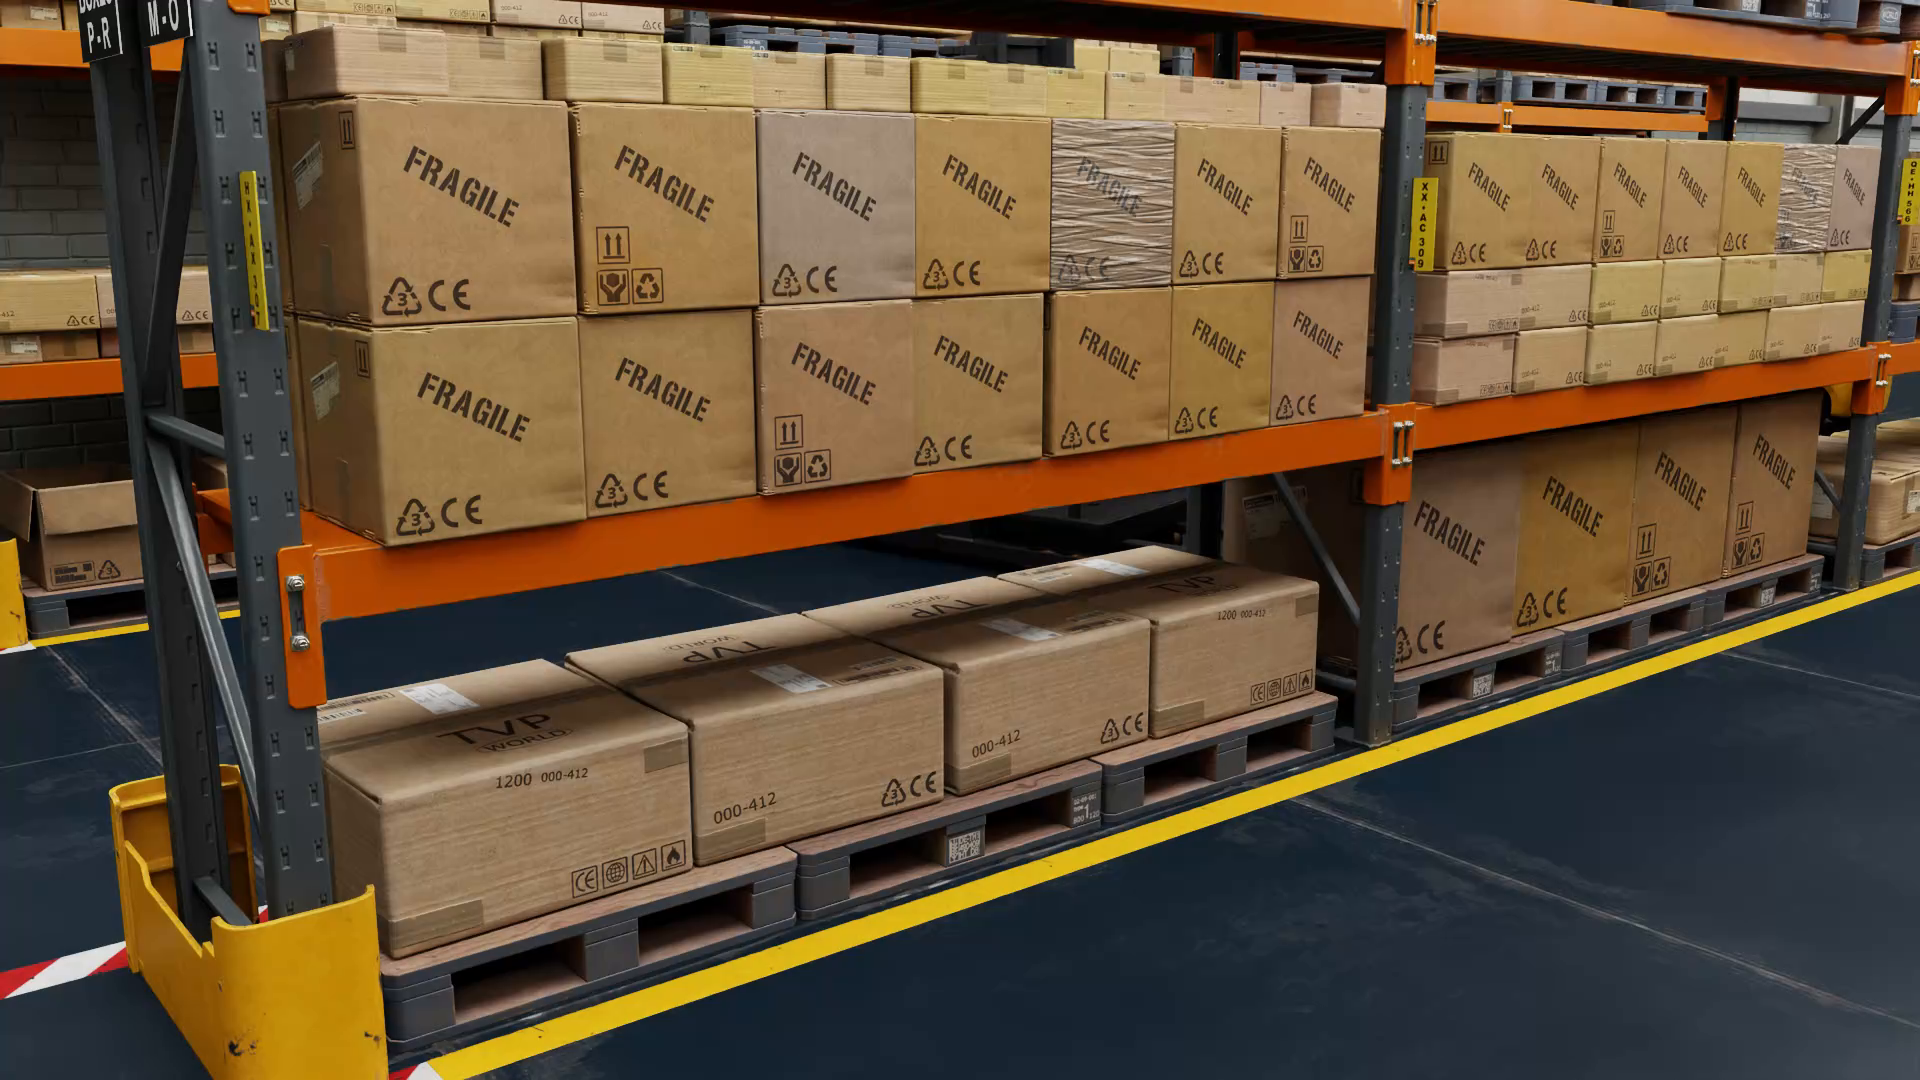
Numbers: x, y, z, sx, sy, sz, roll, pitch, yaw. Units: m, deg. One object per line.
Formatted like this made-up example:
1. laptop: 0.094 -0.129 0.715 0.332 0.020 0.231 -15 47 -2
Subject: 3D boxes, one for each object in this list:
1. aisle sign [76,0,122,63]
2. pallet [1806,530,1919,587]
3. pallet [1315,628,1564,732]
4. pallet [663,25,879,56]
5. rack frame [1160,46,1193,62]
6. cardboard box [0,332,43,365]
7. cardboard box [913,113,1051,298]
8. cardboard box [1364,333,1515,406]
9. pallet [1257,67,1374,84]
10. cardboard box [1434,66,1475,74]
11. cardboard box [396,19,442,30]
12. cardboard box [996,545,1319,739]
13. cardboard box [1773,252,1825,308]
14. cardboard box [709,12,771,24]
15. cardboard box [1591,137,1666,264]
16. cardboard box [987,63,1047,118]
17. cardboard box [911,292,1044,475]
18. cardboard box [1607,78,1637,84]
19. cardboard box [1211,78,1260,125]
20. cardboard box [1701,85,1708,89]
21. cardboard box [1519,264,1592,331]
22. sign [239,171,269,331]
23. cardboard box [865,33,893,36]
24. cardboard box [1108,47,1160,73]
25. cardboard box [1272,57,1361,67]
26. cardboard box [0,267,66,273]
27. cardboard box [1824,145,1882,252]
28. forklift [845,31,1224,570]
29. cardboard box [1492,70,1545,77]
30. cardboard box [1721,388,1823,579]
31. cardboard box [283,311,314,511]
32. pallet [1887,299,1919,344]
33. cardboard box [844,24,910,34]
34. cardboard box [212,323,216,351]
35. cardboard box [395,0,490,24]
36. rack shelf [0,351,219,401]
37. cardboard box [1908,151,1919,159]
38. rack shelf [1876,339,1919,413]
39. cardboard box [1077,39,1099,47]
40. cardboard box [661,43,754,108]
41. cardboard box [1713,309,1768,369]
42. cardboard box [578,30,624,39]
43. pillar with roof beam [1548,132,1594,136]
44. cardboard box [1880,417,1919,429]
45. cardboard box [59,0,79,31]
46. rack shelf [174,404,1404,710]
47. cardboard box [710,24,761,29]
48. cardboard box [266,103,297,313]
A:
1. aisle sign: -2.069 -1.546 3.928 0.004 0.787 0.394 -9 15 -38
2. pallet: 5.039 -0.008 9.660 1.213 0.211 1.003 -9 15 -38
3. pallet: 1.859 0.499 7.268 1.213 0.211 1.003 -9 15 -38
4. pallet: -1.247 -3.005 10.292 1.003 0.211 1.213 -9 15 -38
5. rack frame: 1.324 -5.010 12.060 0.127 3.000 1.000 -9 15 -38
6. cardboard box: -4.495 -0.913 7.812 0.250 0.149 0.380 -10 15 -38
7. cardboard box: -0.081 -0.988 4.914 0.500 0.500 0.500 -9 15 -37
8. cardboard box: 1.813 -0.693 6.532 0.500 0.250 0.500 -10 15 -39
9. pallet: 2.669 -3.699 13.560 1.213 0.211 1.003 -9 15 -35
10. cardboard box: 4.034 -4.139 14.143 0.500 0.311 0.500 -10 16 -39
11. cardboard box: -2.919 -2.647 8.757 0.250 0.149 0.380 -9 15 -37
12. cardboard box: 0.747 0.360 6.370 0.875 0.438 0.875 -10 15 -38
13. cardboard box: 3.810 -1.271 8.051 0.500 0.250 0.500 -10 16 -39
14. cardboard box: -1.318 -3.130 9.778 0.250 0.149 0.380 -9 15 -37
15. cardboard box: 2.600 -1.436 7.021 0.500 0.500 0.500 -10 16 -39
16. cardboard box: 0.042 -1.326 4.942 0.250 0.149 0.380 -9 15 -38
17. cardboard box: -0.099 -0.499 5.015 0.500 0.500 0.500 -9 15 -36
18. cardboard box: 6.034 -4.603 15.861 0.637 0.503 0.797 -9 15 -36
19. cardboard box: 0.788 -1.469 5.614 0.250 0.149 0.380 -9 15 -38
20. cardboard box: 7.377 -4.787 16.739 0.500 0.500 0.500 -9 15 -36
21. cardboard box: 2.213 -1.007 6.807 0.500 0.250 0.500 -9 15 -37
22. sign: -1.477 -0.605 3.480 0.005 0.325 0.100 -9 15 -38
23. cardboard box: -0.649 -3.389 11.000 0.250 0.149 0.380 -9 15 -37
24. cardboard box: 1.075 -3.364 11.888 0.500 0.250 0.500 -10 16 -40
25. cardboard box: 2.836 -4.033 13.186 0.500 0.500 0.500 -9 15 -36
26. cardboard box: -4.730 -1.213 8.263 0.500 0.250 0.500 -9 15 -36
27. cardboard box: 4.187 -1.700 8.264 0.500 0.500 0.500 -10 16 -39
28. forklift: 0.693 -1.315 9.267 3.031 2.935 1.130 9 15 35
29. cardboard box: 4.987 -4.203 14.830 0.250 0.149 0.380 -9 15 -36
30. cardboard box: 3.836 -0.361 8.712 0.875 0.875 0.875 -10 15 -38
31. cardboard box: -1.608 -0.388 4.492 0.500 0.500 0.500 -9 15 -37
32. pallet: 4.917 -1.287 9.431 1.003 0.211 1.213 -9 15 -38
33. cardboard box: -0.522 -3.263 10.404 0.250 0.149 0.380 -10 15 -38
34. cardboard box: -3.702 -1.052 8.464 0.250 0.149 0.380 -9 15 -37
35. cardboard box: -2.827 -2.859 8.796 0.500 0.250 0.500 -9 15 -36
36. rack shelf: -3.361 -0.945 9.091 4.000 0.370 1.077 -9 15 -38
37. cardboard box: 5.529 -2.246 9.957 0.250 0.149 0.380 -10 16 -40
38. rack shelf: 5.989 -1.179 10.191 4.000 0.370 1.077 -9 15 -38
39. cardboard box: 0.762 -3.519 11.661 0.250 0.149 0.380 -9 15 -36
40. cardboard box: -0.740 -1.187 4.289 0.250 0.149 0.380 -10 16 -39
41. cardboard box: 3.402 -0.959 7.783 0.500 0.250 0.500 -10 15 -38
42. cardboard box: -2.089 -2.775 9.361 0.250 0.149 0.380 -9 15 -38
43. pillar with roof beam: 9.153 -5.406 13.923 0.400 9.000 9.100 -9 15 -38
44. cardboard box: 6.584 -0.548 10.803 0.625 0.372 0.950 -8 15 -34
45. cardboard box: -4.130 -2.455 7.850 0.250 0.149 0.380 -9 15 -37
46. rack shelf: -0.258 -0.141 5.302 4.000 0.370 1.077 -9 15 -38
47. cardboard box: -1.429 -3.242 10.308 0.250 0.149 0.380 -9 15 -36
48. cardboard box: -1.592 -0.872 4.367 0.500 0.500 0.500 -9 15 -36
